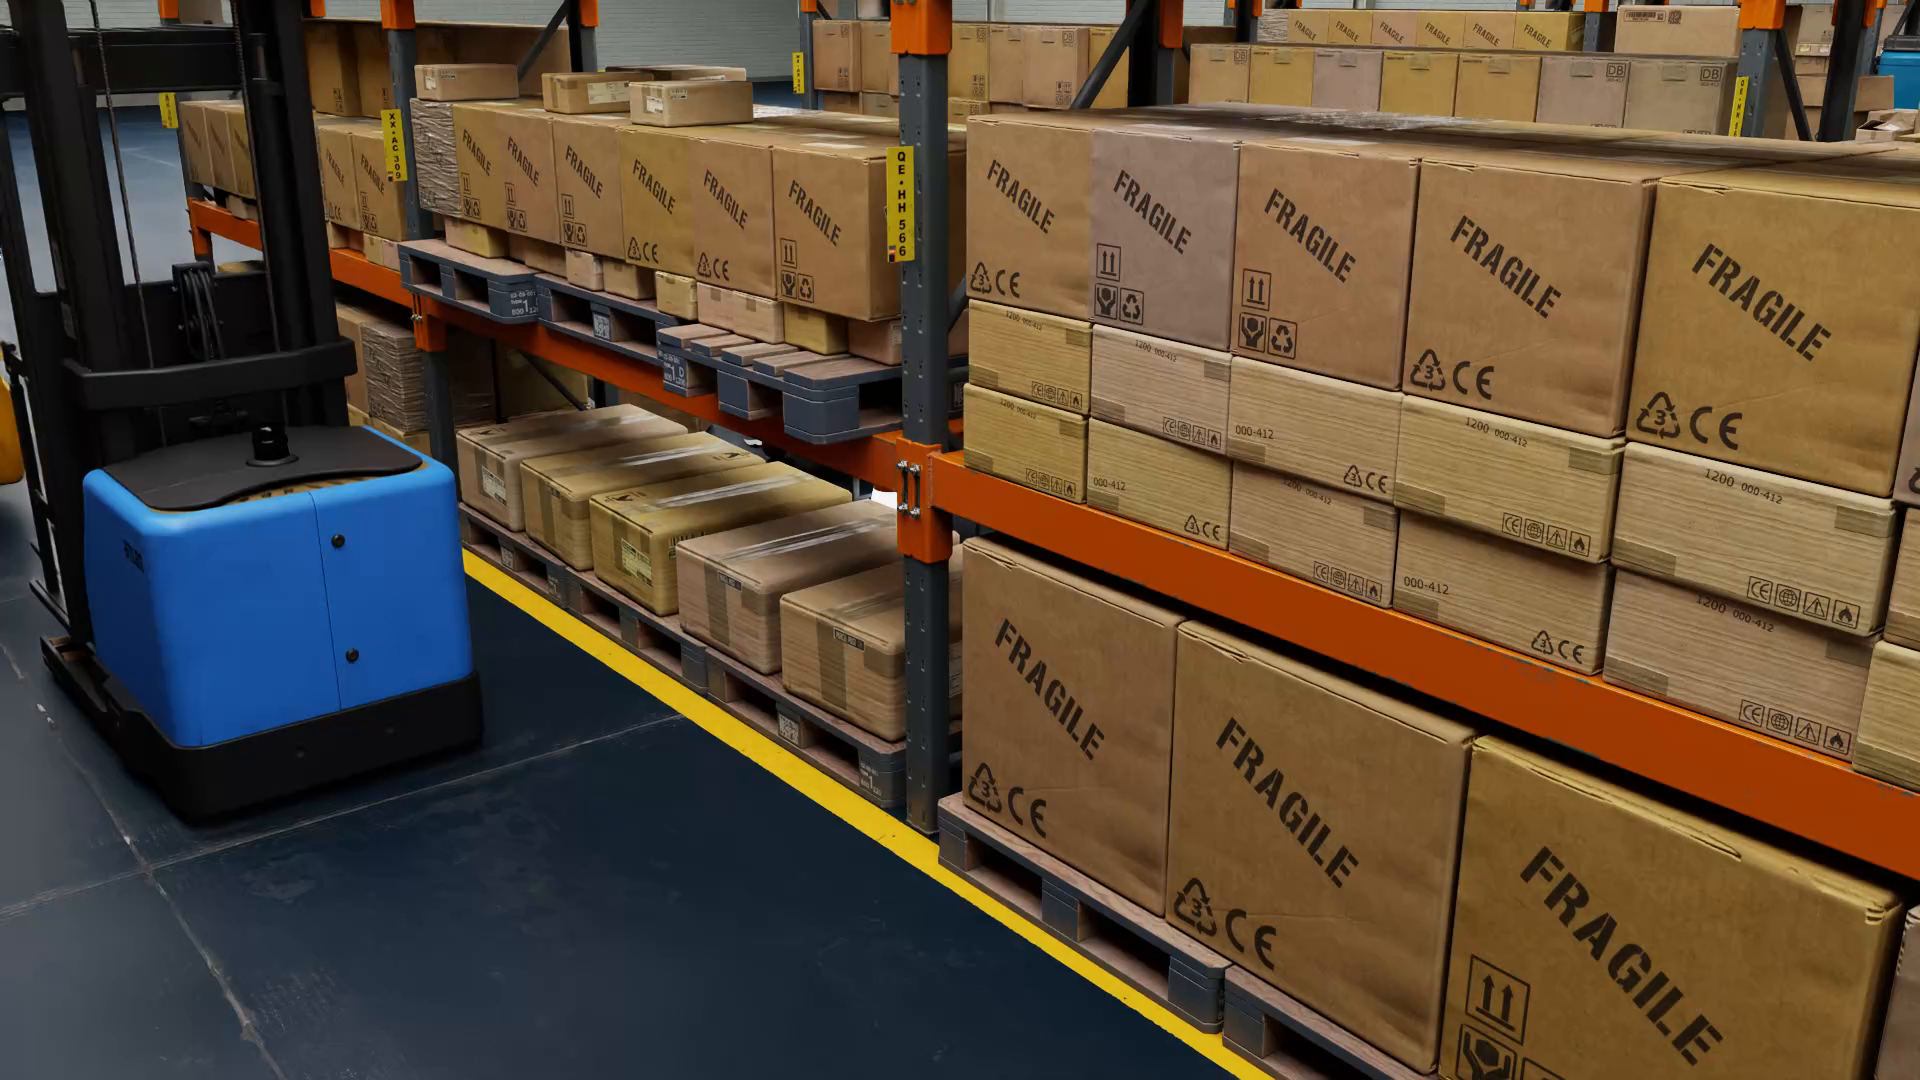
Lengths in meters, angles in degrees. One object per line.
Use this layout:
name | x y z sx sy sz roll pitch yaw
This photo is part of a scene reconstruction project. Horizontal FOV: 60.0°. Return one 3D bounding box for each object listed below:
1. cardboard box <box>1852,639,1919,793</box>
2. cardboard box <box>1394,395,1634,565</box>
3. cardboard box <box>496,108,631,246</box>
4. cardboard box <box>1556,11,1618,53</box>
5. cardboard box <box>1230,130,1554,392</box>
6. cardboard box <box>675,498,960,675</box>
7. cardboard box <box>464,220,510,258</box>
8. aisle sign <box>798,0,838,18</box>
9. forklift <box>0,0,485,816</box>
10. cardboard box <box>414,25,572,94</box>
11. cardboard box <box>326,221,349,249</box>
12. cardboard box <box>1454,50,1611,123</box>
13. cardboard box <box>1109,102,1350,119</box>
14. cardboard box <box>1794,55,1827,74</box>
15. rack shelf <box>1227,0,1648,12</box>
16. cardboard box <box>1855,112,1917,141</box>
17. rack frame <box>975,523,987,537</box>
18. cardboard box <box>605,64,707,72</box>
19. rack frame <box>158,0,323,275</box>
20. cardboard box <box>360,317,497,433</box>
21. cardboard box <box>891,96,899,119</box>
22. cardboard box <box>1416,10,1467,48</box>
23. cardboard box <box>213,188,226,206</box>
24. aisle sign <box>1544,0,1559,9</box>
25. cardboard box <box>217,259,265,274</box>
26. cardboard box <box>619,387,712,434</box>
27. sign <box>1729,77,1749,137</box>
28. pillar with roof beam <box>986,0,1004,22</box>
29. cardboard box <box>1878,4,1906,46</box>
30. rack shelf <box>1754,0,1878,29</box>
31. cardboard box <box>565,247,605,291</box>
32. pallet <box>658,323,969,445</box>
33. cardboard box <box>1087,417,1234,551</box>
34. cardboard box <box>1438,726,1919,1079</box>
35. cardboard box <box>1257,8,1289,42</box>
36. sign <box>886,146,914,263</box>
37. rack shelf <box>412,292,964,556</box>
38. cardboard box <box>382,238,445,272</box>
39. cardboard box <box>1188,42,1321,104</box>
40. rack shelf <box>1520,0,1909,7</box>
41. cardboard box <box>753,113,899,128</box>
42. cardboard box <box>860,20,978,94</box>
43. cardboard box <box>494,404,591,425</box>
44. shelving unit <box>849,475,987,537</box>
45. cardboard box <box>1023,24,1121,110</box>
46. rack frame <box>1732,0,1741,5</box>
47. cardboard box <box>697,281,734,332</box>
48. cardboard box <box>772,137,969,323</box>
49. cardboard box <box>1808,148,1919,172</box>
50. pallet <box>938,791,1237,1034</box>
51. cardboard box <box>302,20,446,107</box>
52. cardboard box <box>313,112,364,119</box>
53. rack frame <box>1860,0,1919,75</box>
cardboard box | 1.943 0.306 2.904 0.500 0.250 0.500 -14 23 -37
cardboard box | 1.297 -0.176 3.566 0.500 0.250 0.500 -13 23 -35
cardboard box | -1.558 -1.518 6.874 0.500 0.500 0.500 -14 23 -36
cardboard box | 5.456 -4.307 14.375 0.500 0.500 0.500 -14 23 -36
cardboard box | 0.991 -0.665 3.850 0.500 0.500 0.500 -13 22 -35
cardboard box | -0.556 0.163 6.610 0.950 0.372 0.625 -15 23 -37
cardboard box | -1.989 -1.368 7.453 0.380 0.149 0.250 -13 23 -35
aisle sign | -1.177 -4.719 13.705 0.394 0.787 0.004 -14 23 -36
forklift | -3.052 -0.882 6.364 1.130 2.935 3.031 -15 23 -37
cardboard box | -2.335 -2.363 8.504 0.700 0.500 0.500 -14 23 -37
cardboard box | -3.304 -1.699 9.122 0.380 0.149 0.250 -14 23 -37
cardboard box | 3.163 -2.439 9.208 0.700 0.500 0.500 -14 23 -37
cardboard box | 0.777 -1.009 4.888 0.500 0.500 0.500 -15 23 -38
cardboard box | 11.430 -6.203 22.164 0.700 0.500 0.500 -13 22 -35
rack shelf | 4.294 -5.058 15.239 1.077 0.370 4.000 -14 23 -36
cardboard box | 6.773 -2.991 12.170 0.396 0.266 0.258 -15 23 -38
rack frame | 0.280 -0.610 7.818 0.500 1.500 0.032 -14 24 -37
cardboard box | -1.330 -2.008 7.322 0.380 0.149 0.250 -15 23 -38
rack frame | -4.716 -2.535 11.245 1.000 3.000 0.127 -14 23 -36
cardboard box | -2.810 -0.892 8.799 0.500 0.500 0.500 -14 23 -37
cardboard box | -0.024 -3.220 13.078 0.875 0.550 0.550 -14 23 -36
cardboard box | 4.420 -4.450 14.807 0.500 0.500 0.500 -14 23 -36
cardboard box | -4.667 -2.291 10.910 0.380 0.149 0.250 -14 23 -36
aisle sign | 7.123 -6.745 19.826 0.394 0.787 0.004 -14 23 -36
cardboard box | -4.416 -1.526 10.713 0.500 0.500 0.500 -15 23 -38
cardboard box | -1.831 -0.893 10.260 0.500 0.500 0.500 1 18 2
sign | 3.636 -1.995 7.773 0.100 0.325 0.005 -14 23 -36
pillar with roof beam | -2.462 -15.287 40.213 9.100 9.000 0.400 -14 23 -36
cardboard box | 12.089 -6.558 21.173 0.700 0.500 0.500 -14 23 -36
rack shelf | 5.311 -2.144 6.438 1.077 0.370 4.000 -14 23 -36
cardboard box | -1.349 -1.105 6.658 0.380 0.149 0.250 -13 22 -34
pallet | -0.275 -0.627 5.790 1.213 0.211 1.003 -14 23 -36
cardboard box | 0.691 -0.199 4.431 0.500 0.250 0.500 -15 23 -38
cardboard box | 1.720 0.873 3.665 0.875 0.875 0.875 -13 22 -35
cardboard box | 3.181 -4.943 16.297 0.500 0.500 0.500 -14 23 -36
sign | -0.168 -0.967 4.795 0.100 0.325 0.005 -14 23 -36
rack shelf | -0.990 -0.715 6.893 1.077 0.370 4.000 -14 23 -36
cardboard box | -2.671 -1.449 8.367 0.380 0.149 0.250 -14 23 -37
cardboard box | 1.898 -2.941 10.722 0.700 0.500 0.500 -14 23 -37
rack shelf | 8.177 -6.025 18.159 1.077 0.370 4.000 -14 23 -36
cardboard box | -0.511 -1.364 6.410 0.500 0.500 0.500 -14 23 -35
cardboard box | -0.284 -3.893 13.391 0.875 0.550 0.550 -14 23 -36
cardboard box | -2.387 -0.641 9.233 0.500 0.250 0.500 -15 24 -39
shelving unit | -0.042 -0.740 8.188 0.538 1.500 1.048 -14 24 -37
cardboard box | 0.951 -3.334 11.704 0.875 0.550 0.550 -14 23 -36
rack frame | 10.820 -6.401 22.922 1.000 3.000 0.127 -14 23 -36
cardboard box | -0.701 -0.847 5.881 0.380 0.149 0.250 -15 24 -39
cardboard box | -0.249 -1.009 5.338 0.500 0.500 0.500 -15 23 -38
cardboard box | 2.040 -0.508 3.376 0.500 0.500 0.500 -15 23 -37
pallet | 0.682 0.969 5.099 1.003 0.211 1.213 -14 23 -36
cardboard box | -3.522 -2.883 10.074 0.700 0.500 0.500 -14 23 -37
cardboard box | -3.676 -2.176 9.531 0.500 0.500 0.500 -15 23 -37
rack frame | 9.419 -4.450 17.029 1.000 3.000 0.127 -14 23 -36
